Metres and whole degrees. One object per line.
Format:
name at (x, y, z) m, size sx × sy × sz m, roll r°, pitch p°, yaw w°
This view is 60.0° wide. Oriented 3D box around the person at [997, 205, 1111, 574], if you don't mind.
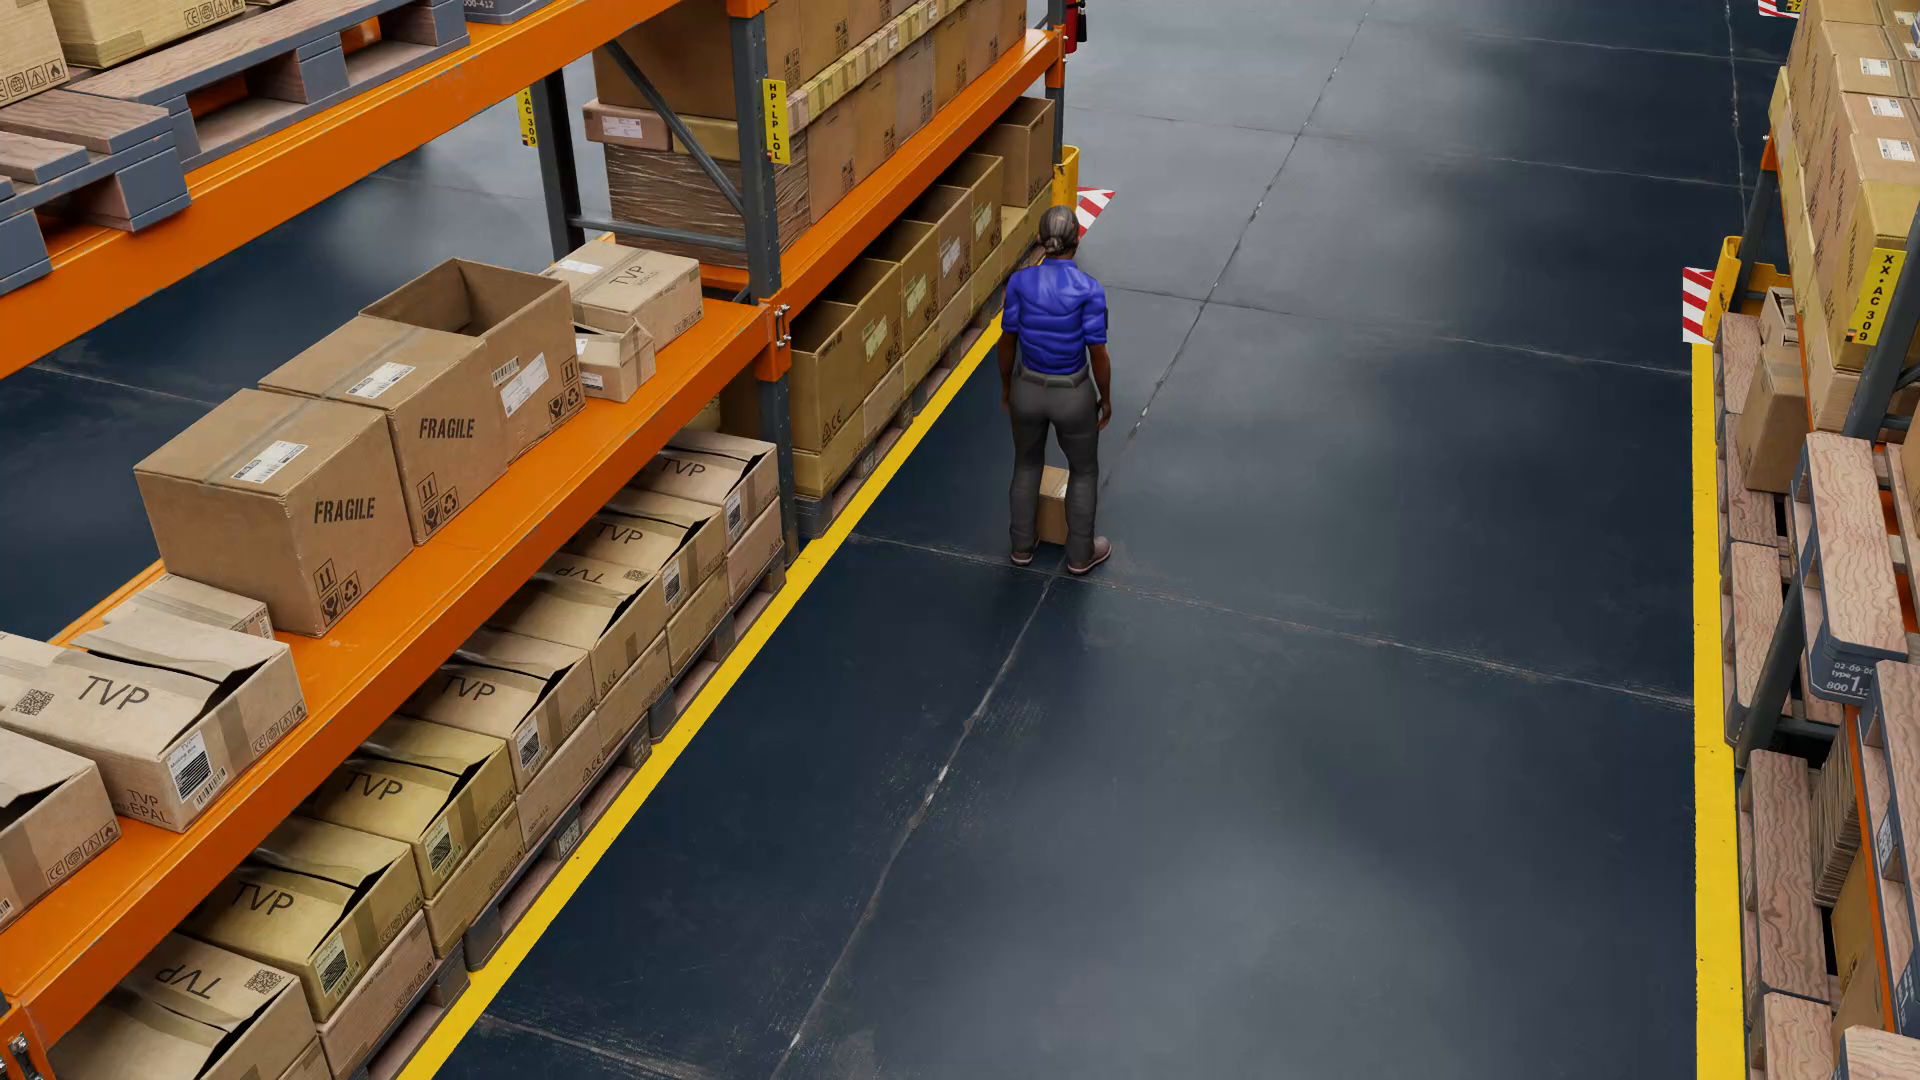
person at (0.409, -0.613, 7.073) m, size 0.506 × 1.654 × 0.350 m, roll 11°, pitch 35°, yaw 15°
